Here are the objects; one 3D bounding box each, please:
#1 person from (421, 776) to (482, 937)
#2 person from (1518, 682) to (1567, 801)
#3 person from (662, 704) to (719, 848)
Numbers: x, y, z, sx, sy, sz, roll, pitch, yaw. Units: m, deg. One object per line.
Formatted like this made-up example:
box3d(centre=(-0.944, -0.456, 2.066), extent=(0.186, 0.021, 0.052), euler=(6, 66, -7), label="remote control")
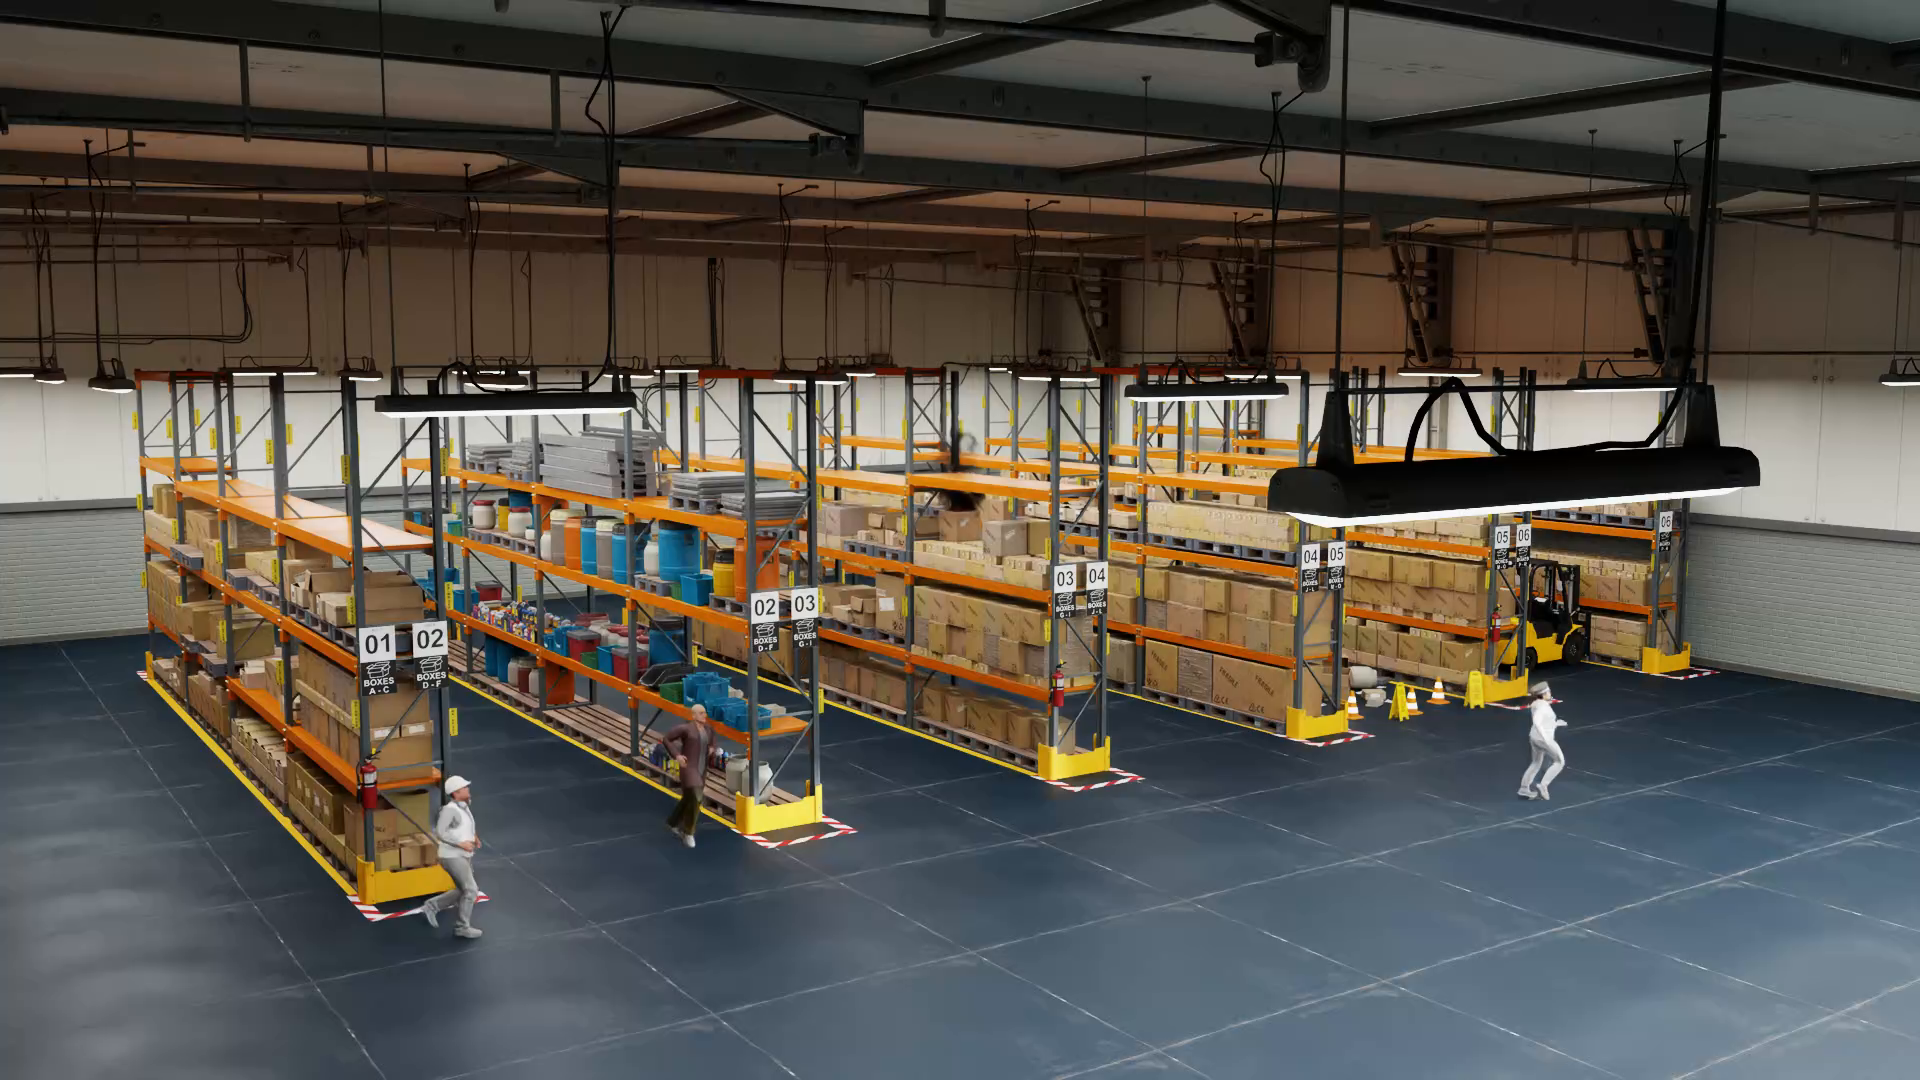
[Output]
box3d(centre=(-5.545, 3.441, 18.188), extent=(0.675, 1.727, 0.697), euler=(0, 6, 0), label="person")
box3d(centre=(8.261, 2.841, 23.518), extent=(0.666, 1.690, 0.582), euler=(-1, 6, -6), label="person")
box3d(centre=(-3.497, 3.039, 21.644), extent=(0.756, 1.837, 0.709), euler=(4, 8, 34), label="person")
